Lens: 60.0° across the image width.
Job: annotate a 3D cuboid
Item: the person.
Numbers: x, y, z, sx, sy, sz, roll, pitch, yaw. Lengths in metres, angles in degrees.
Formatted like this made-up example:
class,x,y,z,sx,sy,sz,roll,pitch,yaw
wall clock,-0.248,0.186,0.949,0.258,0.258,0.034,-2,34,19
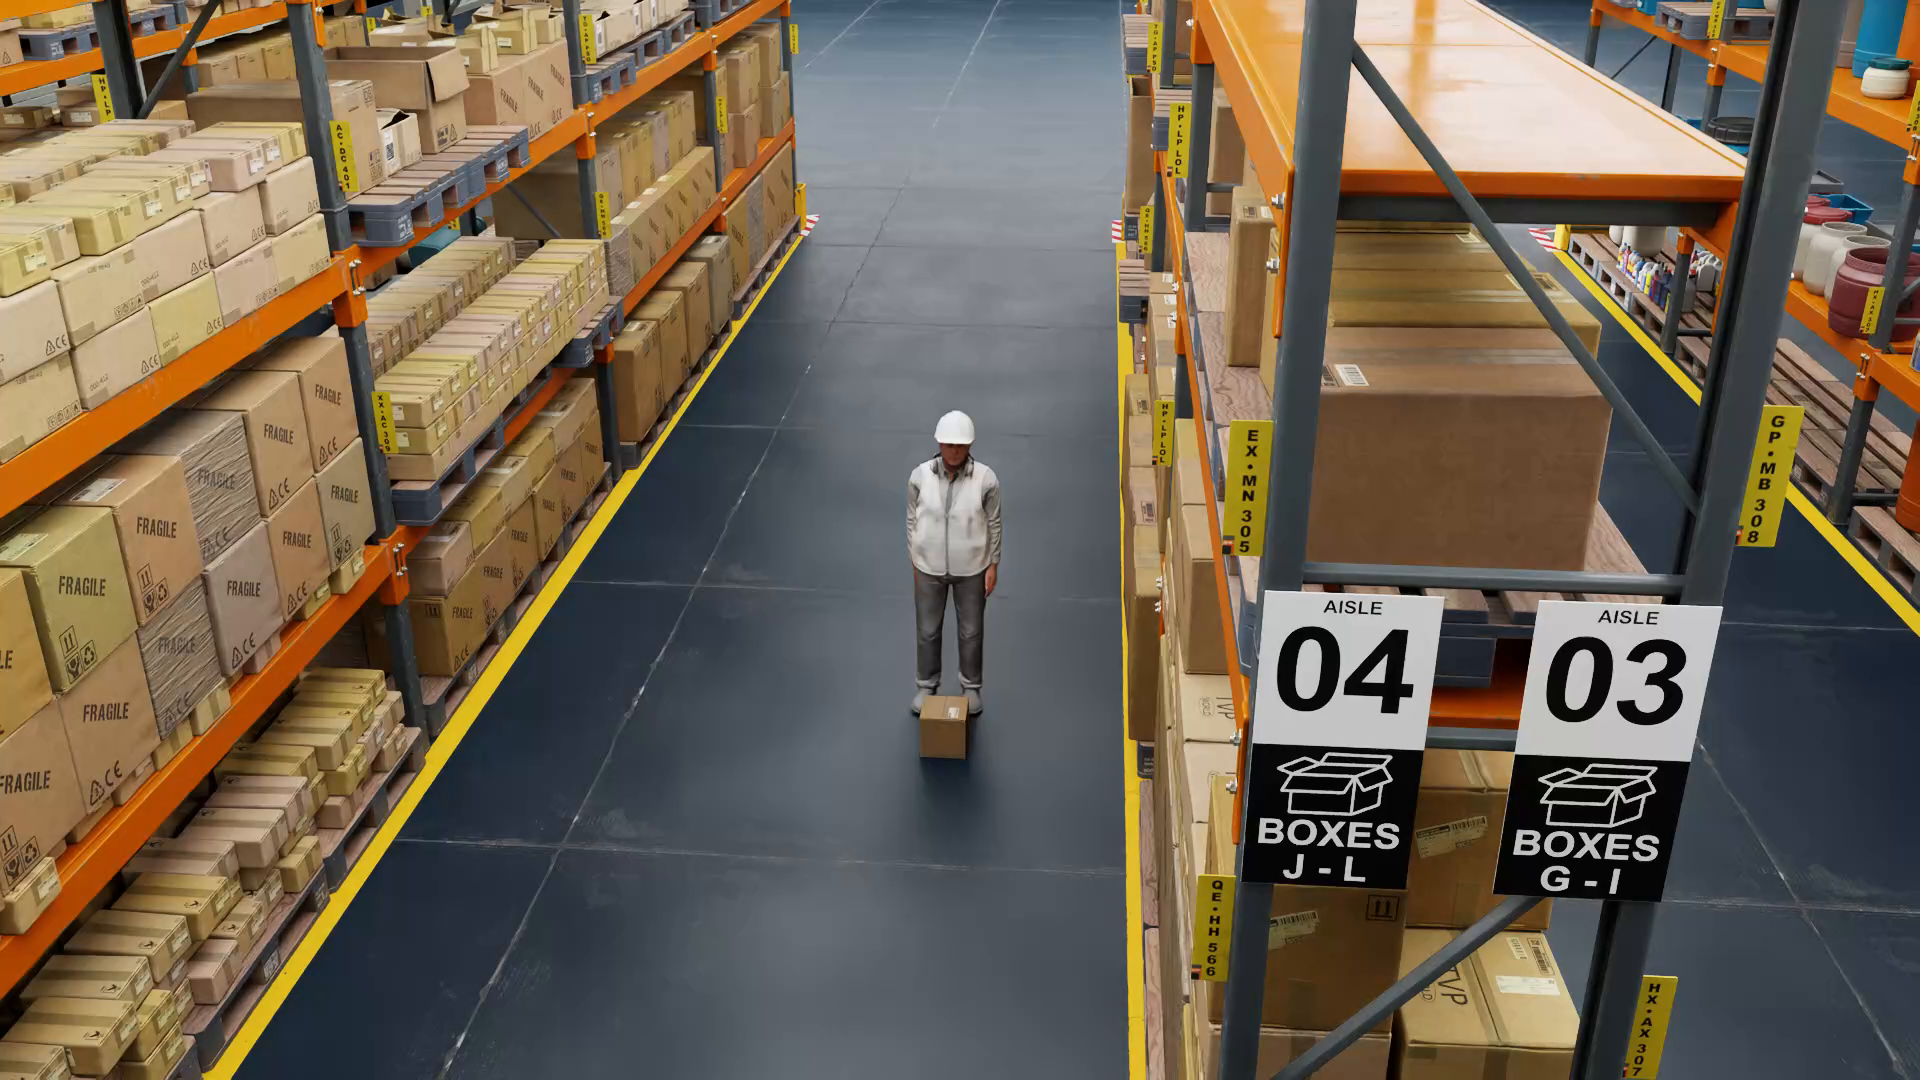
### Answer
class,x,y,z,sx,sy,sz,roll,pitch,yaw
person,-0.035,0.138,9.271,0.533,1.772,0.358,2,24,5
